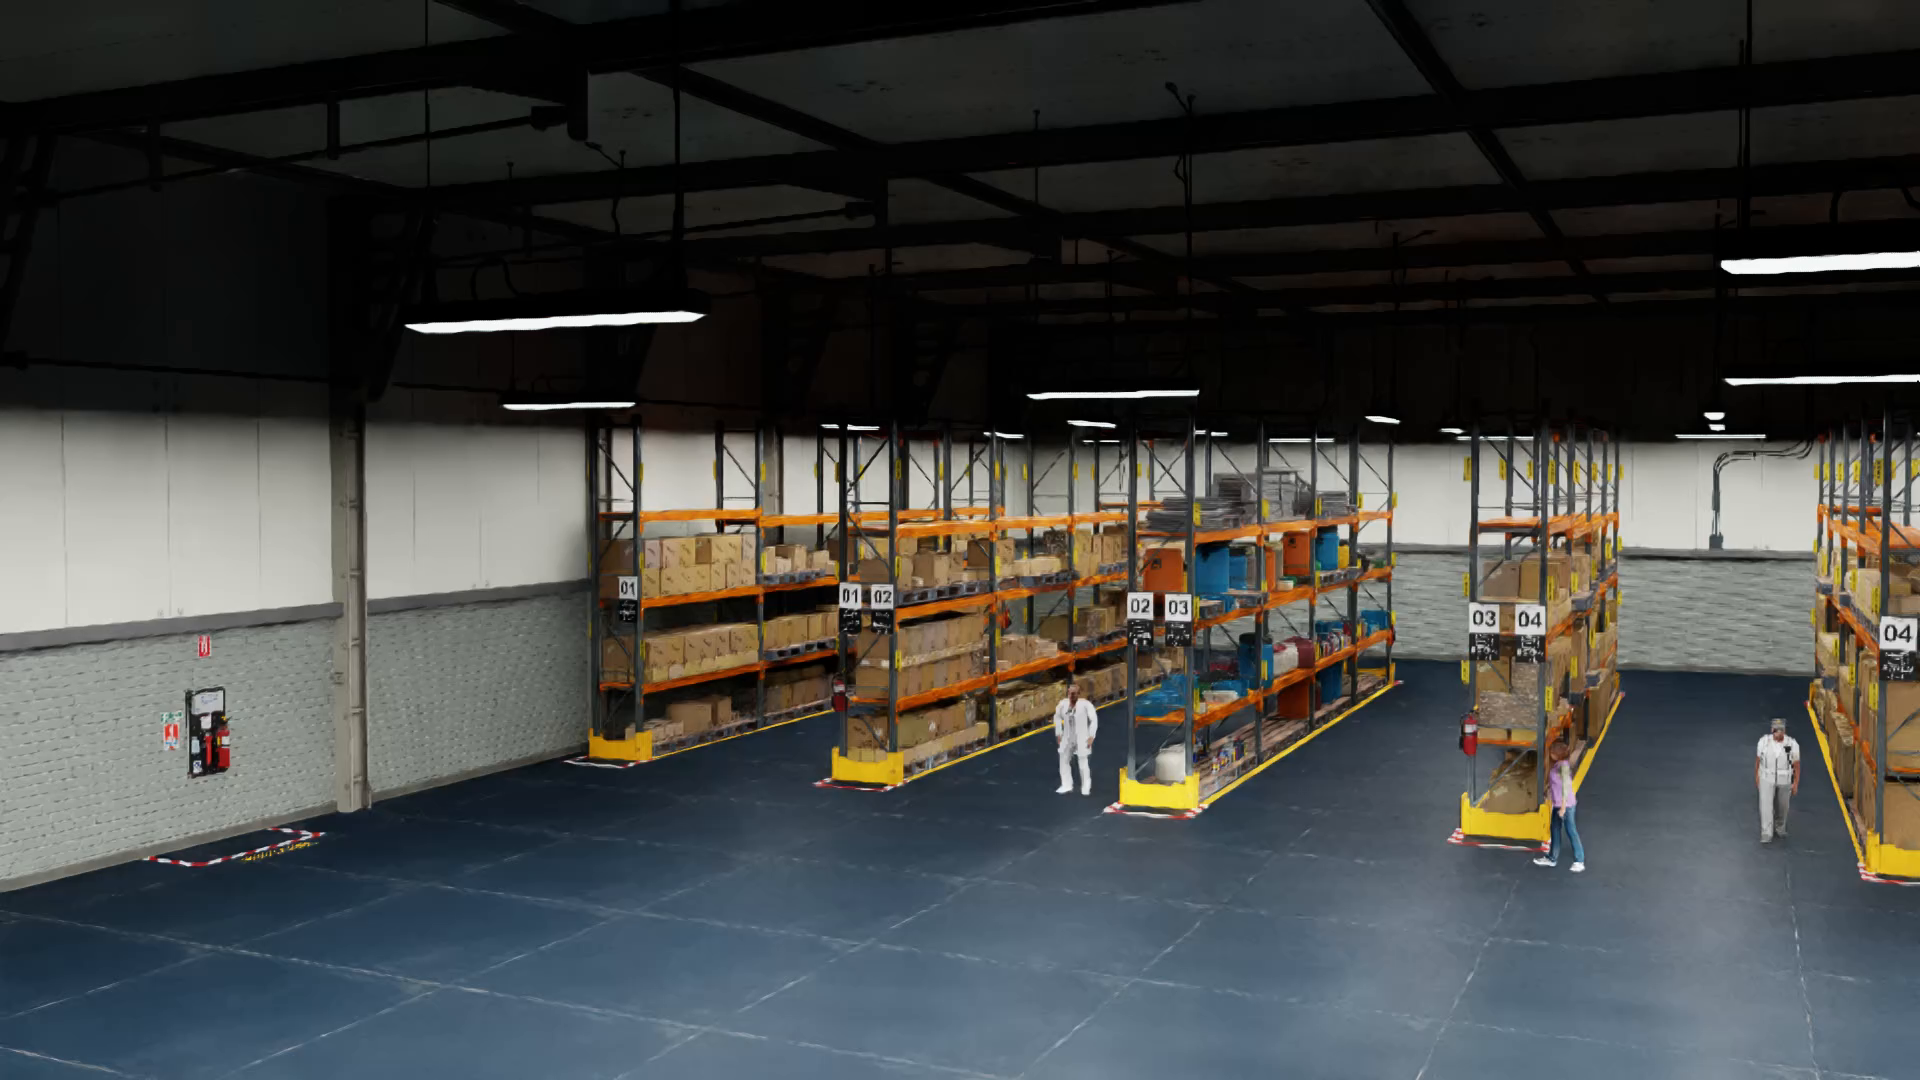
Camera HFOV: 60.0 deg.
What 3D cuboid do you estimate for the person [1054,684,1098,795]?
[{"bbox_3d":[1.792,3.080,25.754,0.729,1.734,0.546,1,3,25],"label":"person"}]

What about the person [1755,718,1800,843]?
[{"bbox_3d":[11.045,3.221,22.453,0.540,1.676,1.130,1,3,22],"label":"person"}]

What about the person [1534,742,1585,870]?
[{"bbox_3d":[7.579,3.337,20.983,0.571,1.582,0.526,0,2,8],"label":"person"}]
